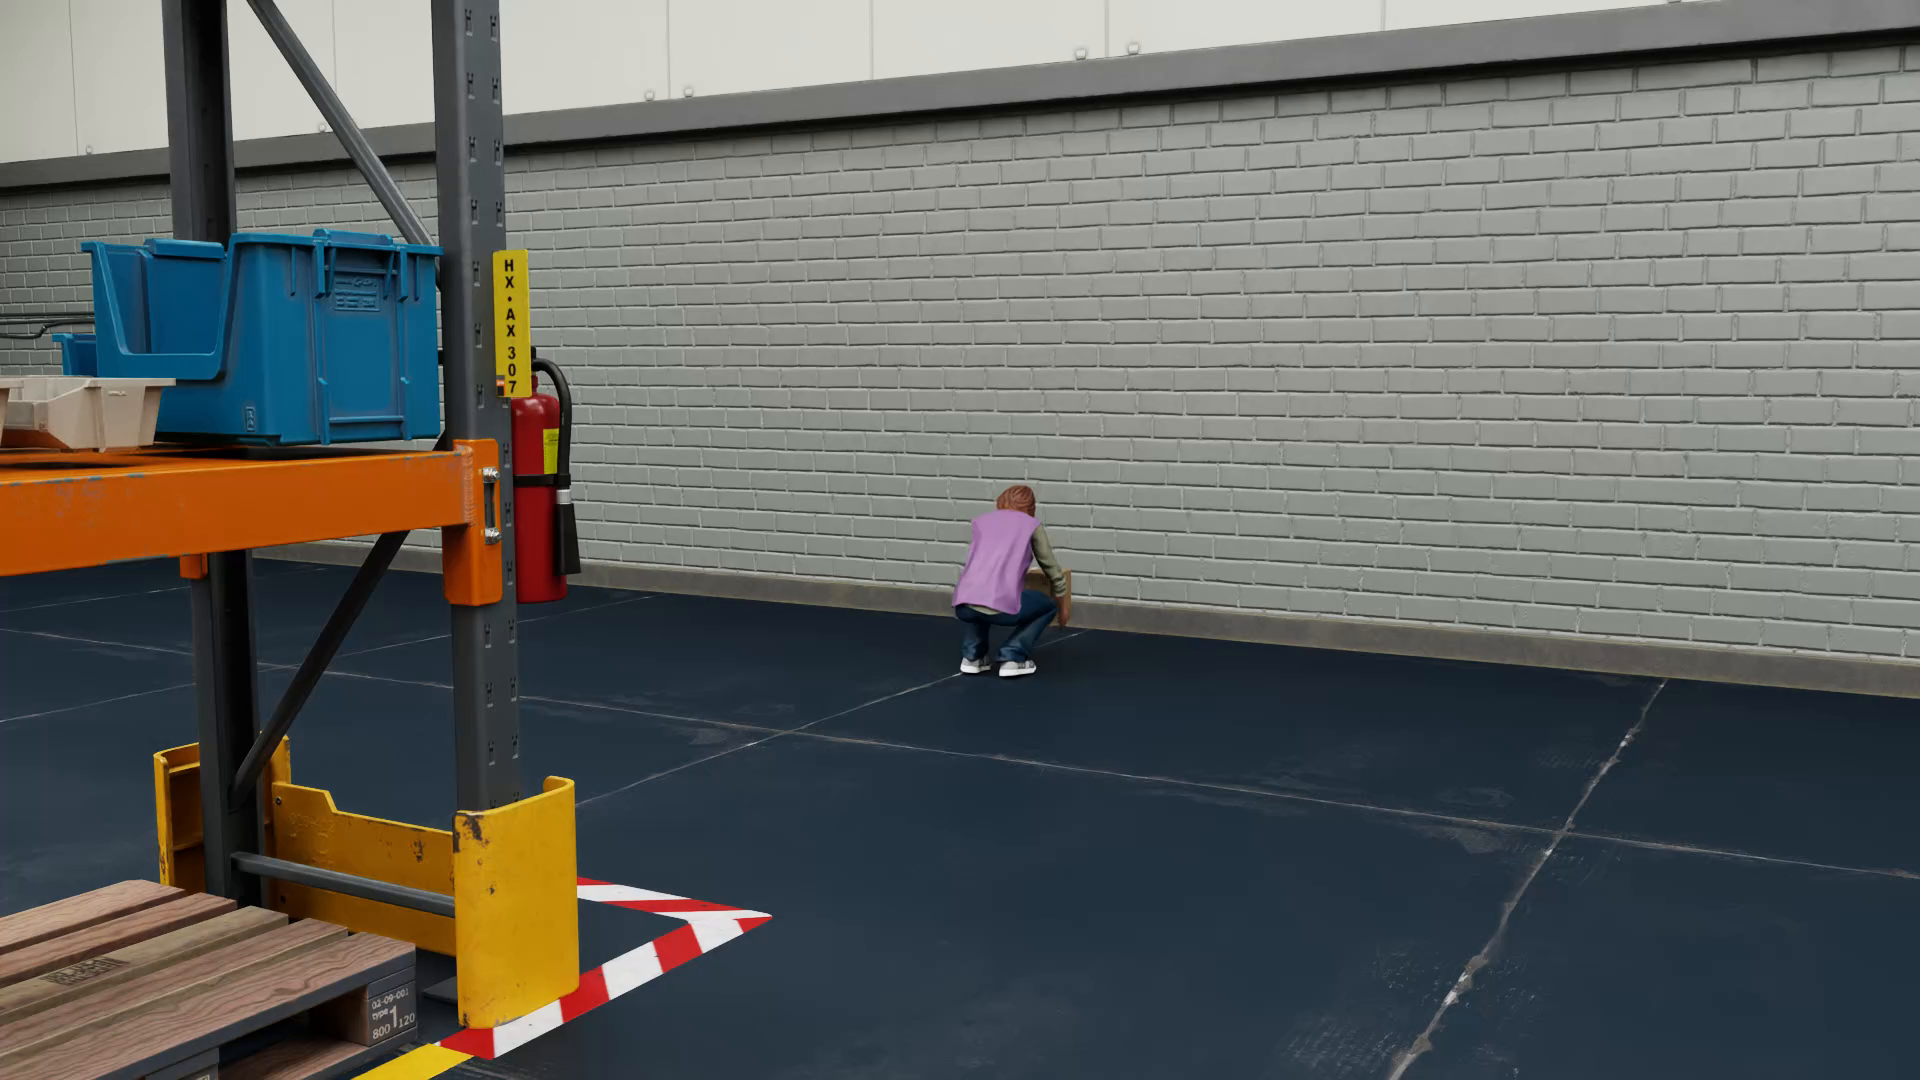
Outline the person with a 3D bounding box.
[{"bbox_3d":[0.240,0.199,8.097,0.450,0.881,0.804,3,7,28],"label":"person"}]
